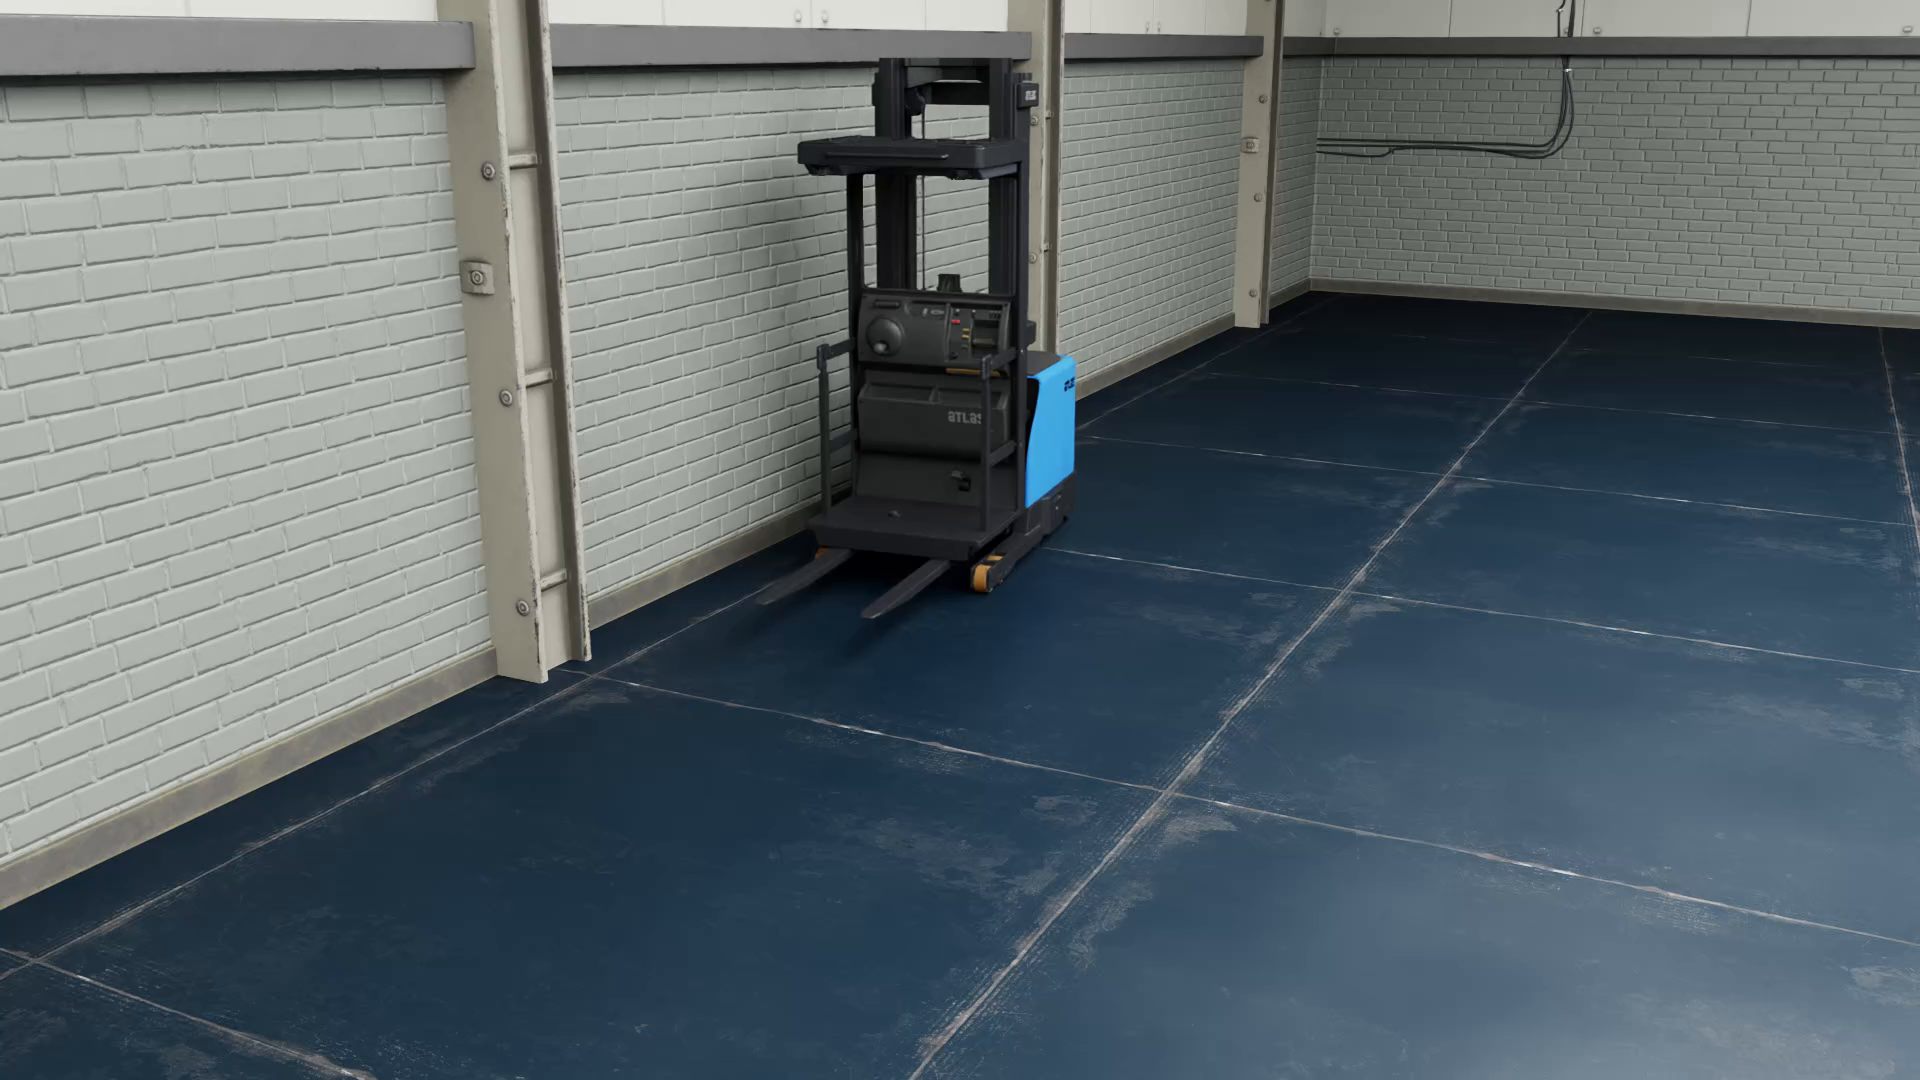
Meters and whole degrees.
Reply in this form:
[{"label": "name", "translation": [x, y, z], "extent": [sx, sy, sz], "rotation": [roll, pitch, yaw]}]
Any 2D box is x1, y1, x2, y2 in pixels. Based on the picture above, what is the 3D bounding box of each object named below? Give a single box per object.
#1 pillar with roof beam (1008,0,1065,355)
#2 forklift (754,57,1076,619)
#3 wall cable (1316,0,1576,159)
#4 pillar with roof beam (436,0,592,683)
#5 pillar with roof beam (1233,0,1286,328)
[{"label": "pillar with roof beam", "translation": [4.429, -4.660, 10.410], "extent": [9.100, 9.000, 0.400], "rotation": [8, 18, 25]}, {"label": "forklift", "translation": [-0.228, -1.233, 9.526], "extent": [1.130, 2.935, 3.031], "rotation": [6, 18, 20]}, {"label": "wall cable", "translation": [5.759, -5.830, 19.801], "extent": [3.097, 2.526, 0.112], "rotation": [8, 18, 25]}, {"label": "pillar with roof beam", "translation": [1.748, -3.132, 5.264], "extent": [9.100, 9.000, 0.400], "rotation": [8, 18, 25]}, {"label": "pillar with roof beam", "translation": [7.111, -6.189, 15.555], "extent": [9.100, 9.000, 0.400], "rotation": [8, 18, 25]}]
